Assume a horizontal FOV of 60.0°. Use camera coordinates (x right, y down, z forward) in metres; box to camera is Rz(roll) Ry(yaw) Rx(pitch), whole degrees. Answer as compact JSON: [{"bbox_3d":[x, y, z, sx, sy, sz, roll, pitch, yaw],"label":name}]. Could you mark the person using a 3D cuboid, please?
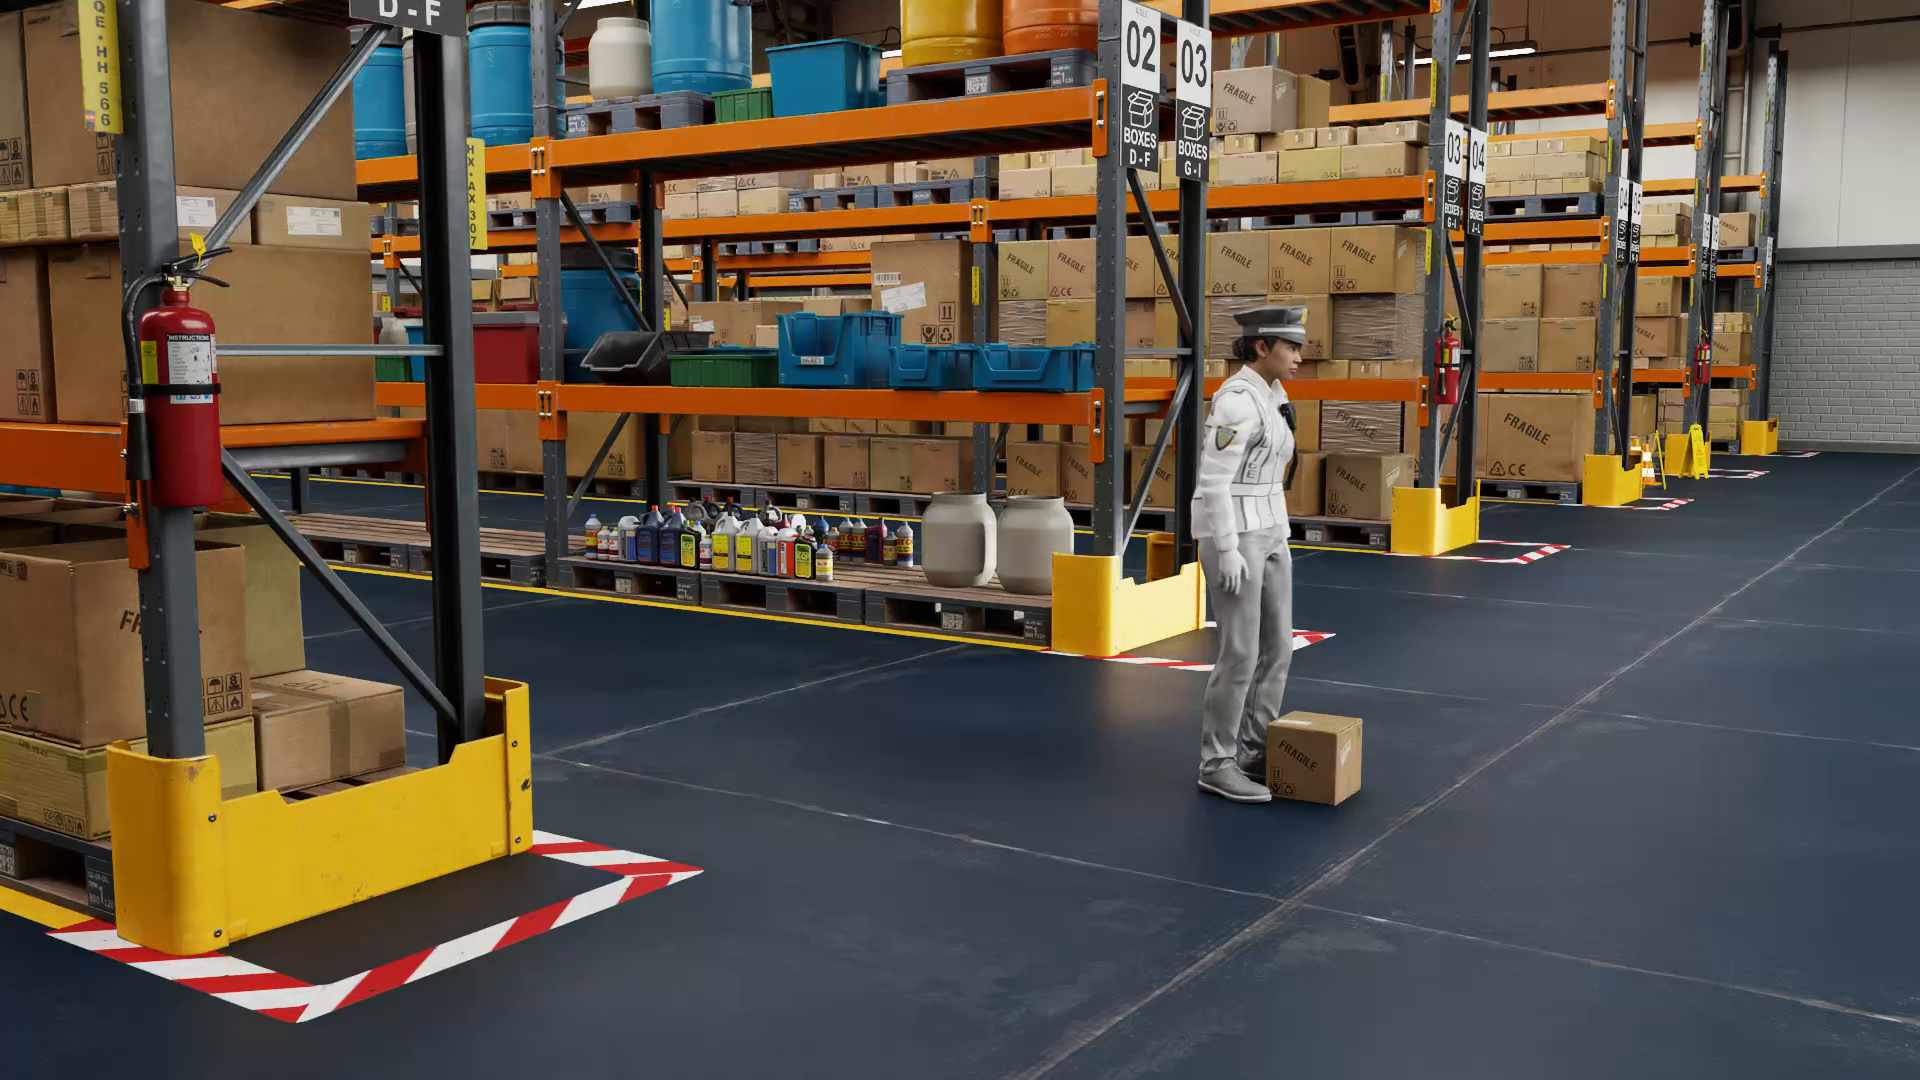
[{"bbox_3d":[1.018,0.030,5.728,0.410,1.663,0.525,4,8,33],"label":"person"}]
